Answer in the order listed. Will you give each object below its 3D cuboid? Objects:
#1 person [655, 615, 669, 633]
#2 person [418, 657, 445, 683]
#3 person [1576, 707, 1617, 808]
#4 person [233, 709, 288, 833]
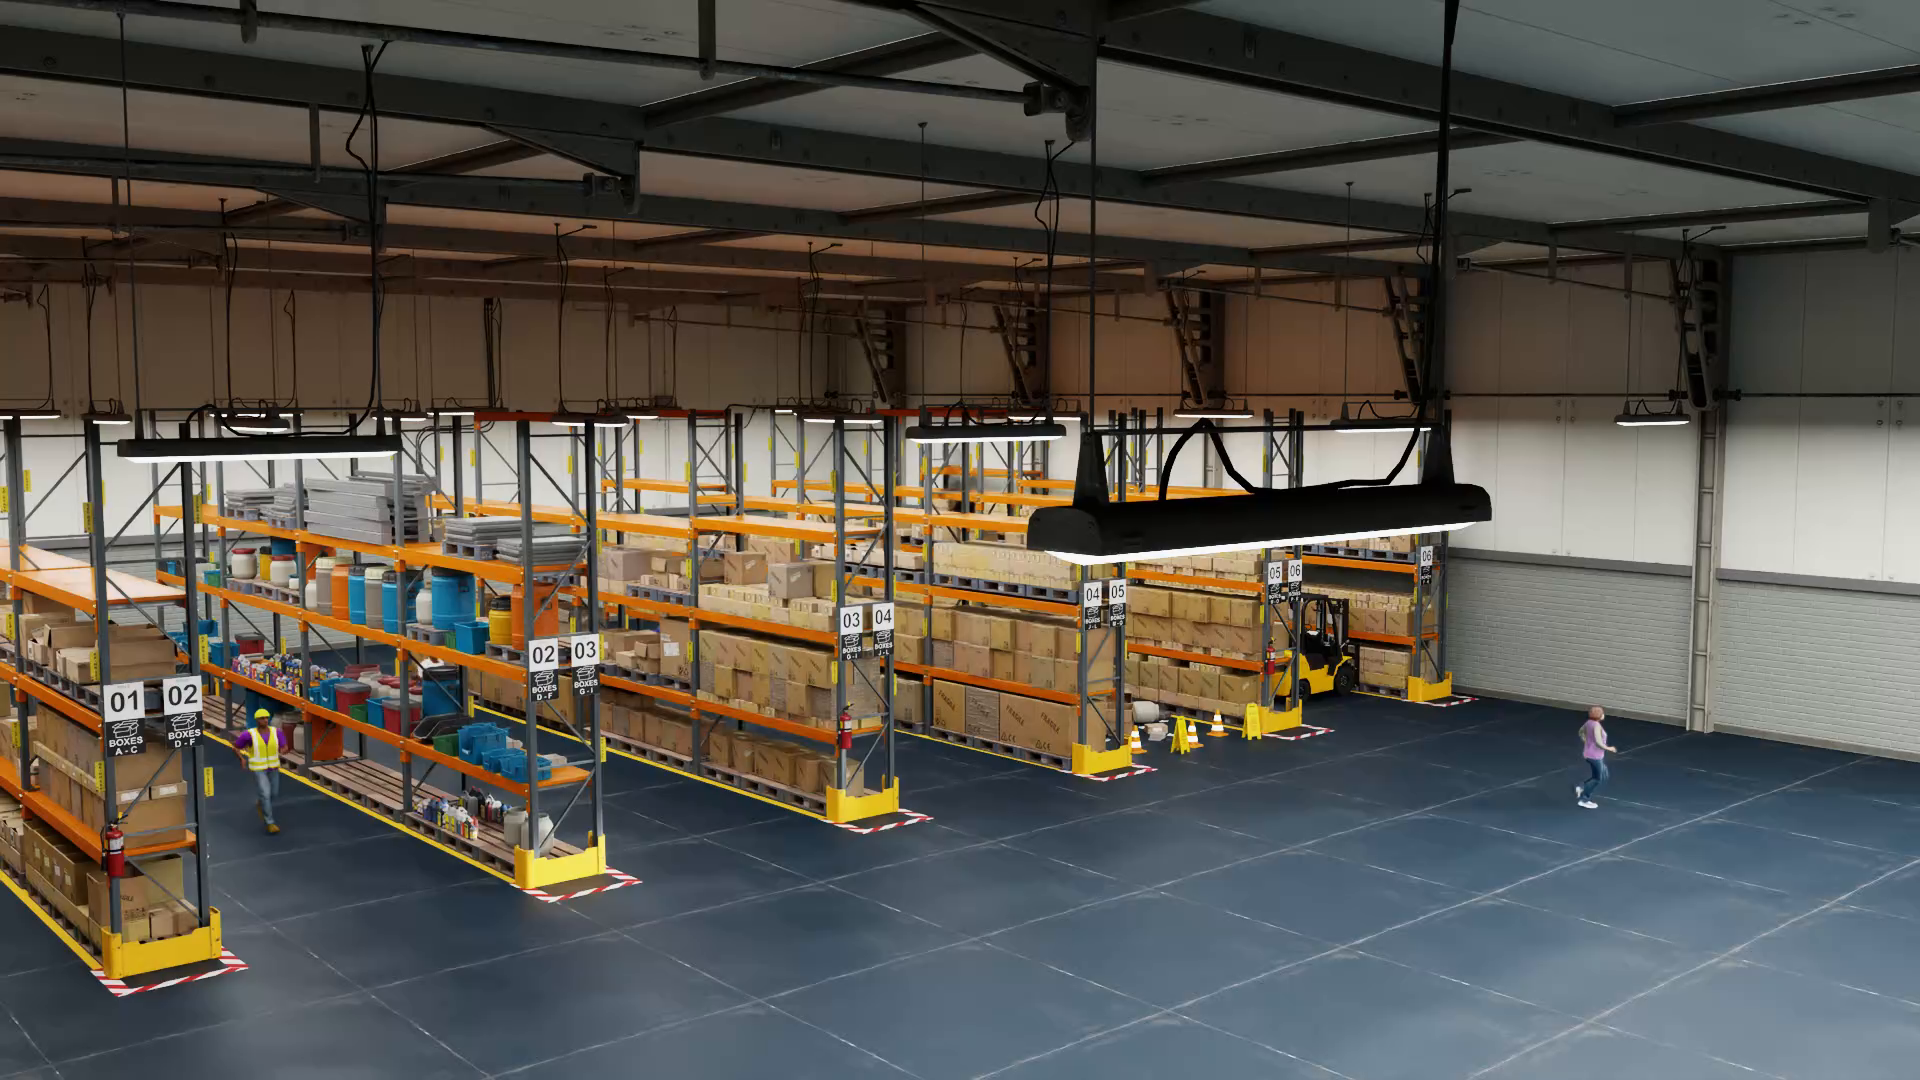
[{"bbox_3d":[-6.191,2.407,35.167,0.581,1.634,0.931,-5,7,-43],"label":"person"},{"bbox_3d":[-9.596,2.786,30.513,0.669,1.781,0.691,4,6,39],"label":"person"},{"bbox_3d":[9.740,3.313,25.438,0.545,1.559,0.566,1,5,6],"label":"person"},{"bbox_3d":[-10.107,3.320,24.162,0.968,1.746,0.710,5,7,44],"label":"person"}]
